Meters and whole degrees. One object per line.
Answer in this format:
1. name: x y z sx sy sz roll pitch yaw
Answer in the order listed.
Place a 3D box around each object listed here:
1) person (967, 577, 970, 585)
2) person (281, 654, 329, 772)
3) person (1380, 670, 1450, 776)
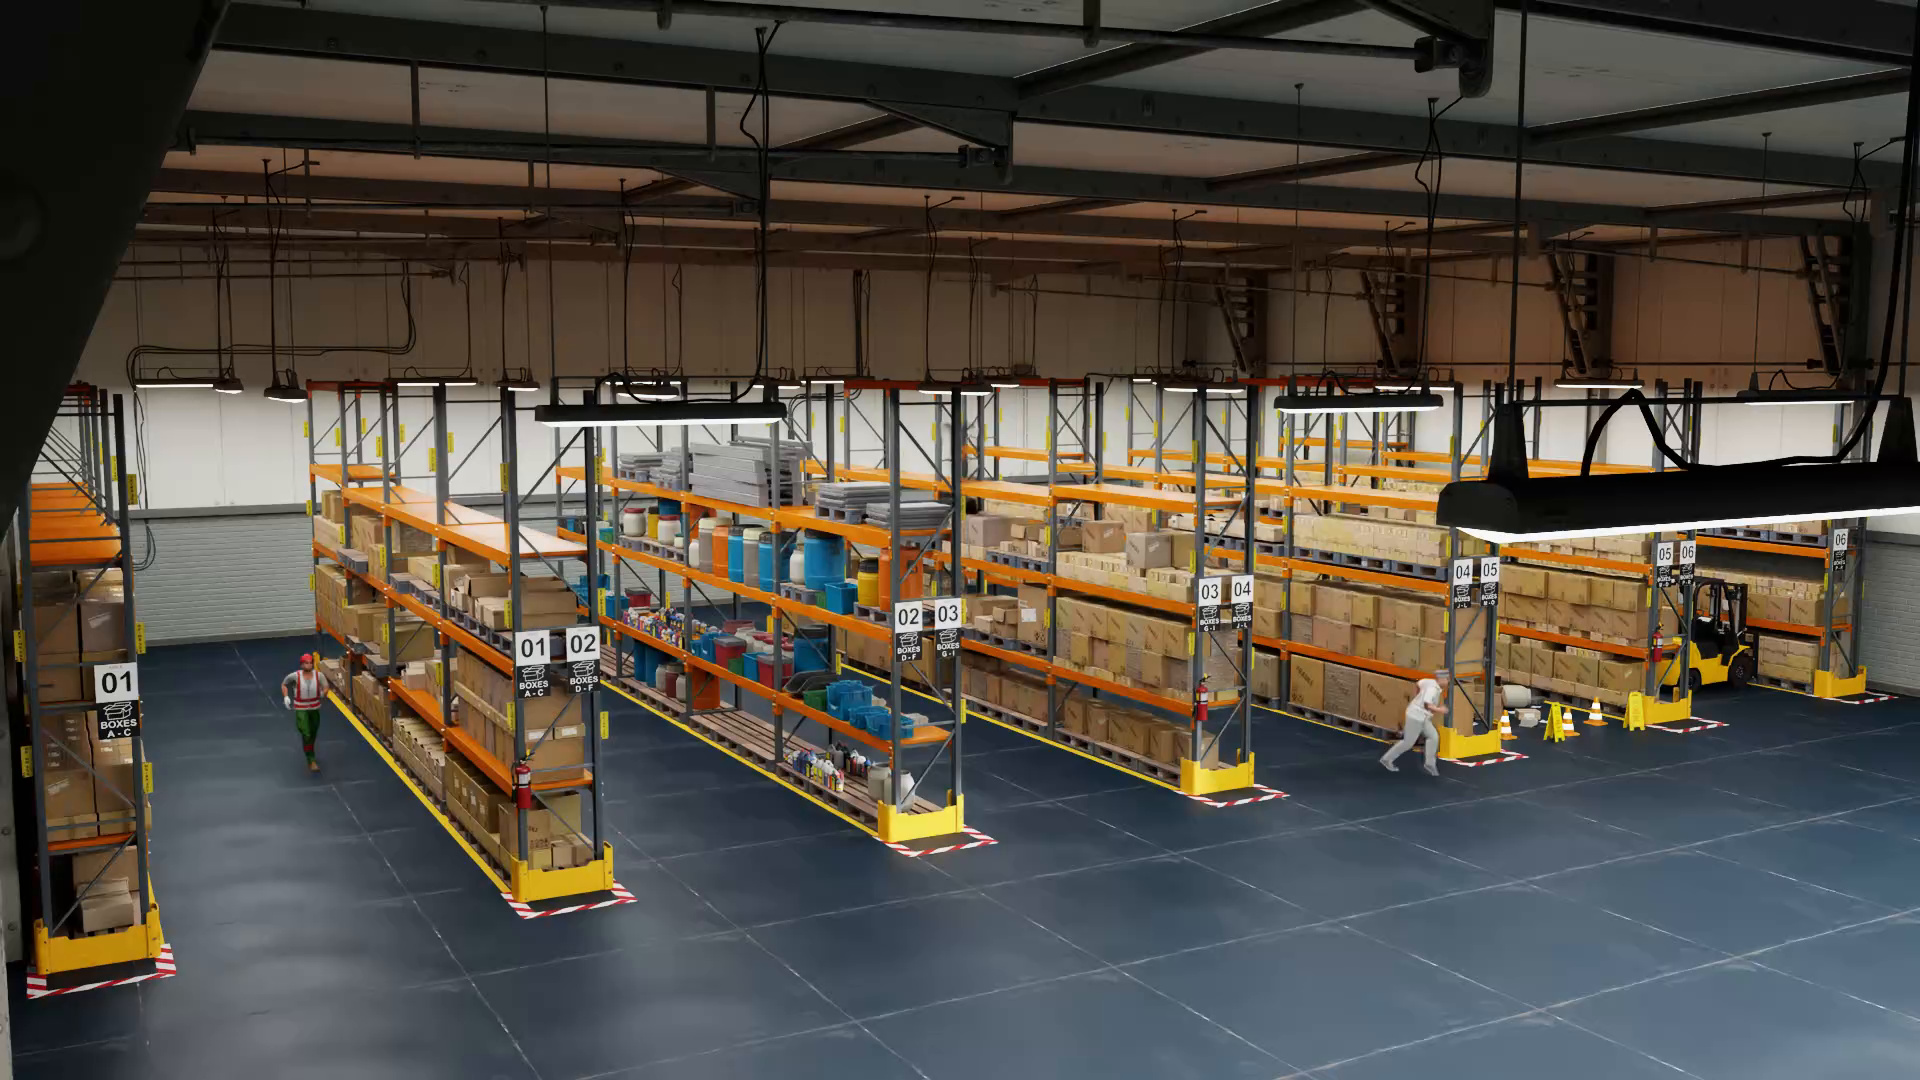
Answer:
1. person: 0.058 1.033 42.131 0.560 1.631 0.675 0 6 0
2. person: -10.244 2.661 26.071 0.674 1.792 1.016 -4 7 -35
3. person: 7.001 2.829 25.611 1.015 1.708 0.707 1 6 13
